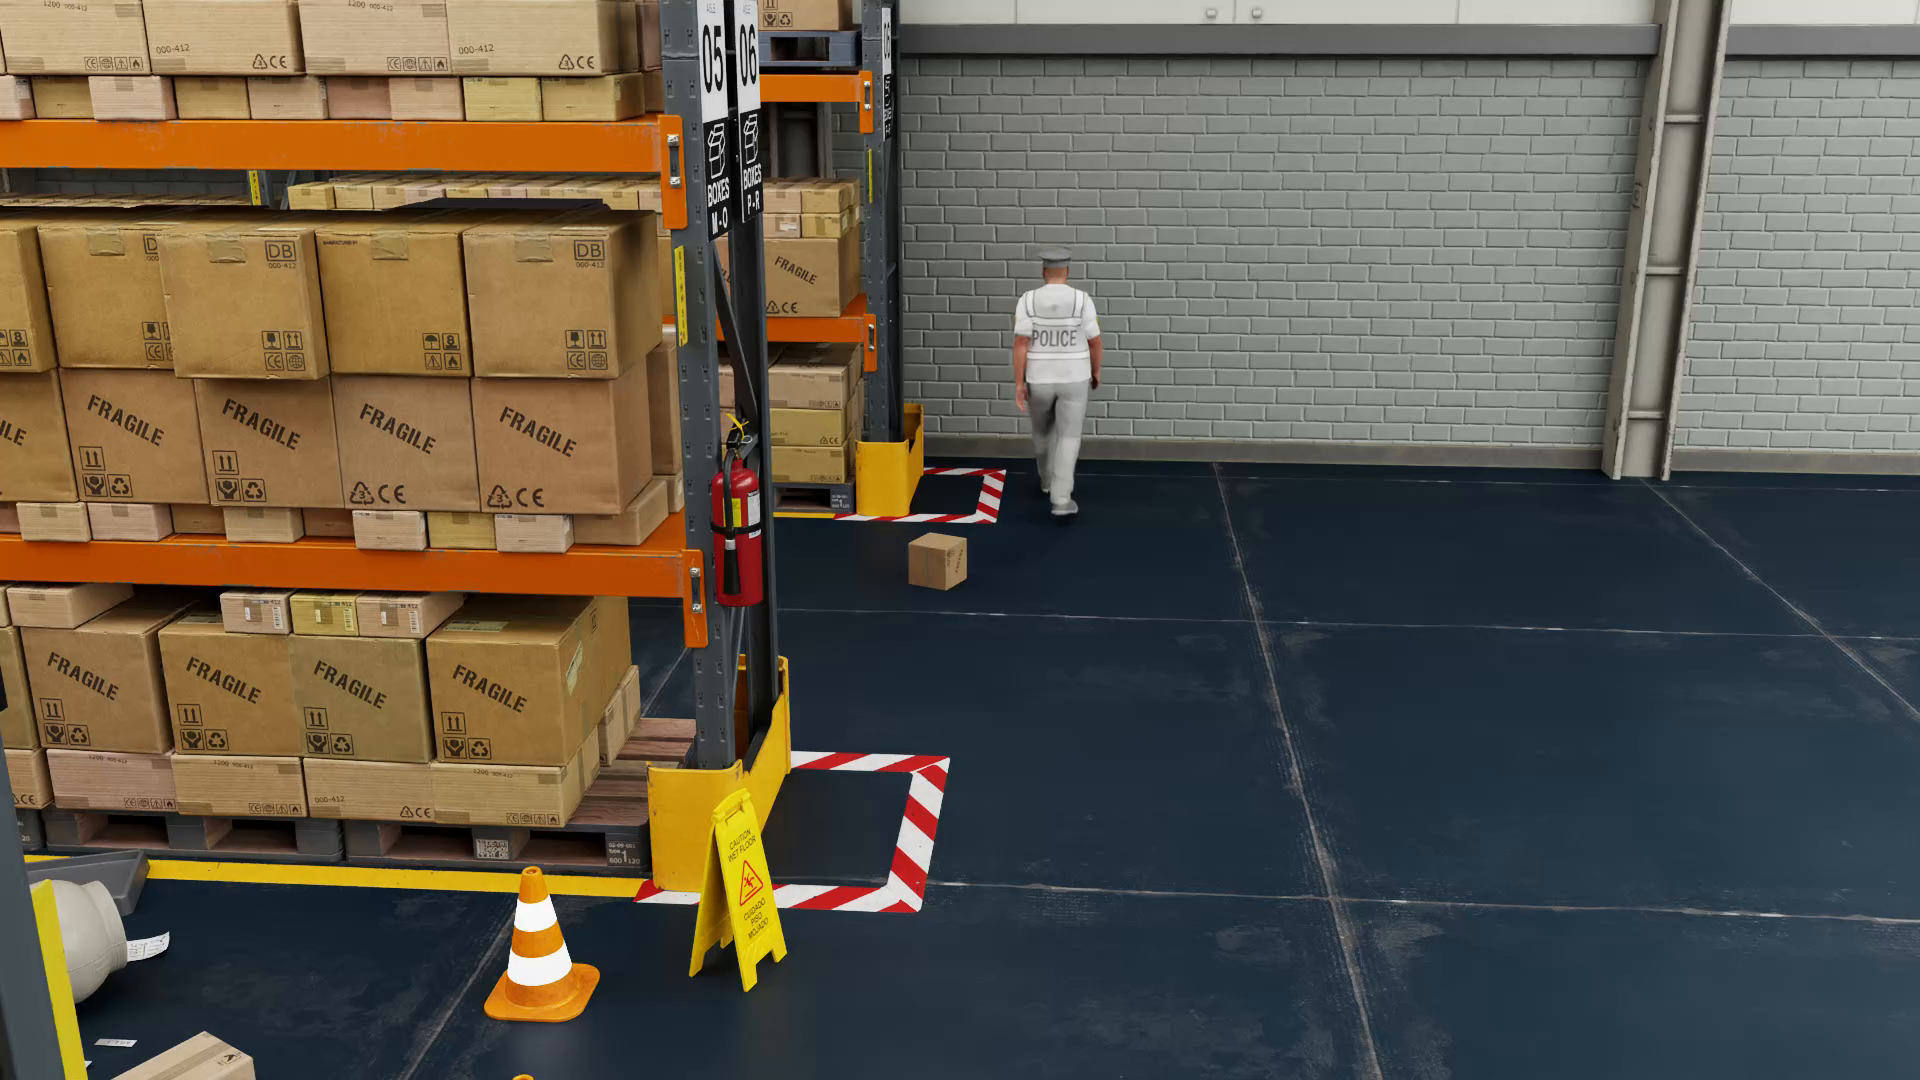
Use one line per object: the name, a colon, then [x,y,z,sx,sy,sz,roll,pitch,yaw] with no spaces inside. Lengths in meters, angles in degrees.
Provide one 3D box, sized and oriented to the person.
person: [0.646,-1.071,10.914,0.554,1.704,0.981,3,18,11]
